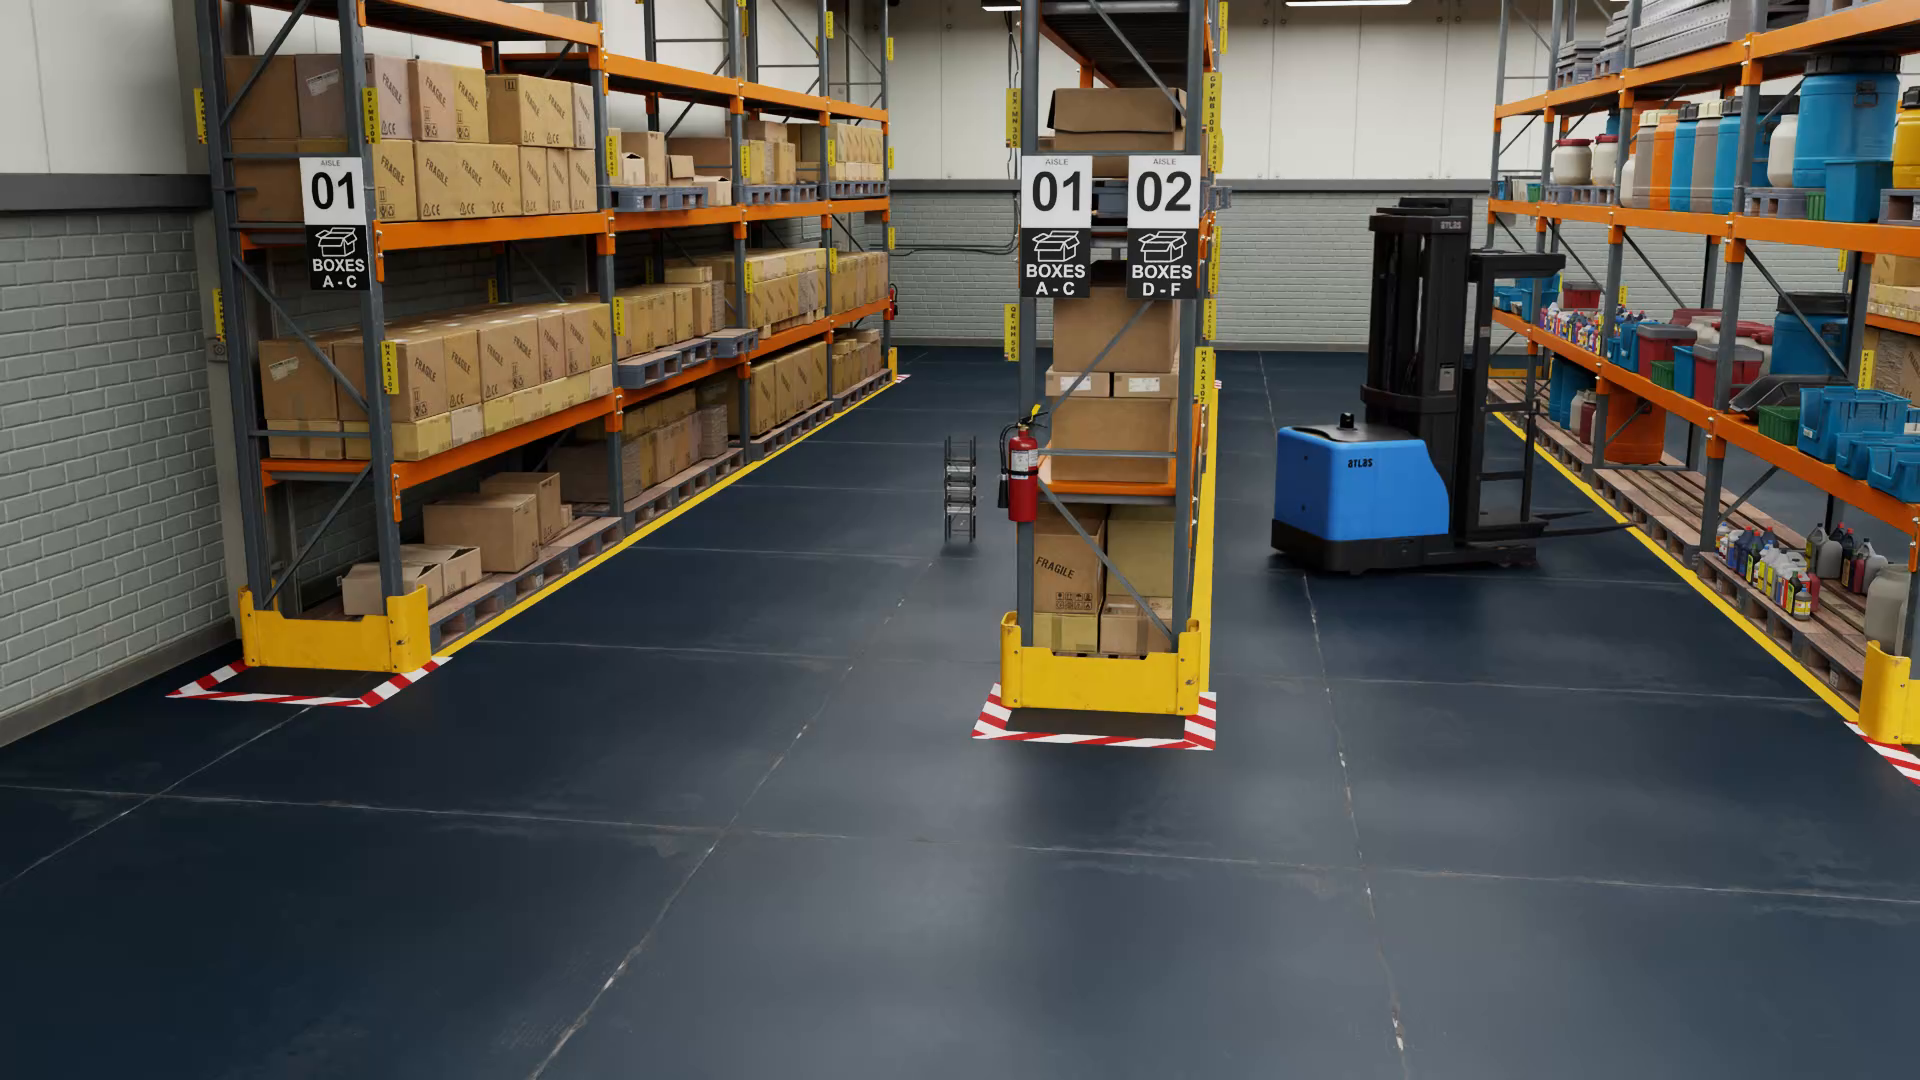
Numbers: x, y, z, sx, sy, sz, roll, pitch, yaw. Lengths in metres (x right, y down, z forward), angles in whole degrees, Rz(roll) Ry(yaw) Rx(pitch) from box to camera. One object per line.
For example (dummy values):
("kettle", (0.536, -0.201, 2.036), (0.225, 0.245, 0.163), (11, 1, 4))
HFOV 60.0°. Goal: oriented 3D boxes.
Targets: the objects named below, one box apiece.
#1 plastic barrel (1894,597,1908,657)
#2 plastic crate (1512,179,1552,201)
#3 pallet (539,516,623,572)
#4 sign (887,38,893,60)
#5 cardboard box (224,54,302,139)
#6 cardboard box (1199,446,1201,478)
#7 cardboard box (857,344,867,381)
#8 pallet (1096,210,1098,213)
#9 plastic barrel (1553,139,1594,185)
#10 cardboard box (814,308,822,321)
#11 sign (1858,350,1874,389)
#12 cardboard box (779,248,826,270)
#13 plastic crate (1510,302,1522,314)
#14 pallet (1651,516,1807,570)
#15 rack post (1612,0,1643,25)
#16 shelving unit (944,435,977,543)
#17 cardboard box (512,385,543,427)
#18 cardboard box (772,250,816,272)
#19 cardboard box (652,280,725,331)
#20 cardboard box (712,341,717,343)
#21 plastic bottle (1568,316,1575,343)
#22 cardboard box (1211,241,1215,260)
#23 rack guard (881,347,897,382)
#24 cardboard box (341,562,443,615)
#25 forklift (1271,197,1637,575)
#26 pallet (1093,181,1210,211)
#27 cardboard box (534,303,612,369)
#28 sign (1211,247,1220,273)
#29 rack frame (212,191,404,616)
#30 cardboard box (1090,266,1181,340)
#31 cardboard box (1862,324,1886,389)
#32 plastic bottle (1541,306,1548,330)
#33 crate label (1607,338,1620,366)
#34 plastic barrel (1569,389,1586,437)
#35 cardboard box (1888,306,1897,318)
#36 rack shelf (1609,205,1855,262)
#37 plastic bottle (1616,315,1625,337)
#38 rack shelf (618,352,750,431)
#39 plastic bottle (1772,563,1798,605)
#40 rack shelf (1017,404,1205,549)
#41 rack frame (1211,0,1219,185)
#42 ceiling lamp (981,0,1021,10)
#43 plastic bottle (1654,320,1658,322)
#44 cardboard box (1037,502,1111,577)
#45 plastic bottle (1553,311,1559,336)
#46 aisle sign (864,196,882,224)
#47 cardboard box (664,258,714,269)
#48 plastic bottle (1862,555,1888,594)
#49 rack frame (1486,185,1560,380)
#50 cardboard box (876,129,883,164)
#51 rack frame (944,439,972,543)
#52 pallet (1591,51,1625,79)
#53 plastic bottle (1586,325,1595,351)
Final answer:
("plastic barrel", (5.762, 0.536, 9.795), (0.421, 0.512, 0.421), (0, 12, 0))
("plastic crate", (7.551, -4.623, 21.987), (0.437, 0.282, 0.530), (2, 12, 9))
("pallet", (-3.506, 0.015, 13.923), (1.003, 0.211, 1.213), (2, 12, 9))
("sign", (-1.058, -7.395, 25.041), (0.100, 0.325, 0.005), (2, 12, 9))
("cardboard box", (-4.245, -2.769, 10.442), (0.500, 0.500, 0.500), (2, 12, 11))
("cardboard box", (1.928, -0.755, 15.073), (0.500, 0.311, 0.500), (1, 12, 7))
("cardboard box", (-1.754, -2.613, 24.433), (0.700, 0.500, 0.500), (1, 12, 7))
("pallet", (1.581, -2.886, 14.100), (0.805, 0.209, 1.217), (1, 12, 6))
("plastic barrel", (7.253, -4.470, 19.676), (0.433, 0.535, 0.433), (0, 12, 0))
("cardboard box", (-1.995, -2.909, 21.419), (0.380, 0.149, 0.250), (2, 12, 10))
("sign", (6.894, -1.283, 12.672), (0.100, 0.325, 0.005), (2, 12, 9))
("cardboard box", (-2.026, -3.620, 21.398), (0.500, 0.250, 0.500), (2, 12, 10))
("plastic crate", (7.553, -3.106, 22.270), (0.293, 0.136, 0.466), (2, 12, 9))
("pallet", (6.434, 0.030, 13.852), (1.003, 0.211, 1.213), (2, 12, 9))
("rack post", (6.990, -5.351, 16.739), (0.624, 0.289, 0.986), (2, 12, 9))
("shelving unit", (0.001, -0.442, 14.406), (0.258, 0.900, 0.210), (2, 12, 9))
("cardboard box", (-3.434, -1.004, 12.340), (0.500, 0.250, 0.500), (2, 12, 9))
("cardboard box", (-2.114, -3.514, 20.906), (0.500, 0.250, 0.500), (2, 12, 10))
("cardboard box", (-2.885, -2.488, 17.635), (0.700, 0.500, 0.500), (0, 12, 2))
("cardboard box", (-2.543, -2.270, 18.455), (0.380, 0.149, 0.250), (2, 12, 8))
("plastic bottle", (6.832, -2.346, 18.536), (0.061, 0.283, 0.133), (2, 12, 9))
("cardboard box", (3.039, -3.621, 21.567), (0.500, 0.500, 0.500), (2, 12, 10))
("rack guard", (-1.588, -2.770, 26.161), (1.175, 0.500, 0.348), (2, 12, 9))
("cardboard box", (-3.857, 0.302, 11.312), (0.500, 0.311, 0.500), (0, 12, 2))
("forklift", (4.174, -1.313, 13.629), (3.031, 2.935, 1.130), (-4, 13, -17))
("pallet", (1.352, -2.574, 12.408), (1.003, 0.211, 1.213), (2, 12, 9))
("cardboard box", (-3.205, -1.684, 13.715), (0.500, 0.500, 0.500), (2, 12, 9))
("sign", (3.237, -3.544, 21.068), (0.100, 0.325, 0.005), (2, 12, 9))
("rack frame", (-4.053, -0.657, 10.420), (1.000, 3.000, 0.127), (2, 12, 9))
("cardboard box", (1.242, -1.711, 11.994), (0.700, 0.500, 0.500), (2, 12, 9))
("cardboard box", (13.072, -2.537, 23.190), (0.875, 0.875, 0.875), (2, 12, 9))
("plastic bottle", (7.084, -2.686, 20.115), (0.061, 0.283, 0.133), (2, 12, 9))
("crate label", (6.532, -1.844, 16.325), (0.303, 0.233, 0.416), (2, 12, 9))
("plastic barrel", (7.198, -1.448, 19.000), (0.421, 0.512, 0.421), (0, 12, 0))
("cardboard box", (12.475, -2.999, 21.888), (0.380, 0.149, 0.250), (2, 12, 7))
("rack shelf", (6.659, -2.699, 14.486), (1.077, 0.370, 4.000), (2, 12, 9))
("plastic bottle", (7.525, -2.421, 18.913), (0.097, 0.271, 0.097), (0, 12, 0))
("rack shelf", (-3.130, -1.554, 16.291), (1.077, 0.370, 4.000), (2, 12, 9))
("plastic bottle", (5.673, 0.304, 11.384), (0.152, 0.276, 0.135), (2, 12, 7))
("rack shelf", (1.150, -0.561, 11.686), (1.077, 0.370, 4.000), (2, 12, 9))
("rack frame", (2.688, -5.927, 20.638), (1.000, 3.000, 0.127), (2, 12, 9))
("ceiling lamp", (1.316, -10.250, 26.841), (2.000, 3.185, 0.800), (2, 12, 9))
("plastic bottle", (7.576, -2.263, 18.149), (0.061, 0.283, 0.133), (2, 12, 9))
("cardboard box", (0.770, -0.054, 11.376), (0.500, 0.500, 0.500), (2, 12, 9))
("plastic bottle", (6.968, -2.529, 19.386), (0.061, 0.283, 0.133), (2, 12, 9))
("aisle sign", (-1.284, -5.263, 25.625), (0.394, 0.787, 0.004), (2, 12, 9))
("cardboard box", (-3.009, -2.995, 18.501), (0.500, 0.250, 0.500), (2, 12, 10))
("plastic bottle", (6.429, 0.232, 11.716), (0.152, 0.276, 0.135), (2, 12, 10))
("rack frame", (8.197, -3.666, 24.385), (1.000, 3.000, 0.127), (2, 12, 9))
("cardboard box", (-1.435, -5.840, 24.693), (0.500, 0.500, 0.500), (2, 12, 8))
("rack frame", (-0.014, -0.420, 14.308), (0.240, 0.900, 0.006), (2, 12, 9))
("pallet", (7.108, -4.795, 16.780), (1.213, 0.211, 1.003), (2, 12, 9))
("plastic bottle", (6.709, -2.148, 17.646), (0.097, 0.271, 0.097), (0, 12, 0))
